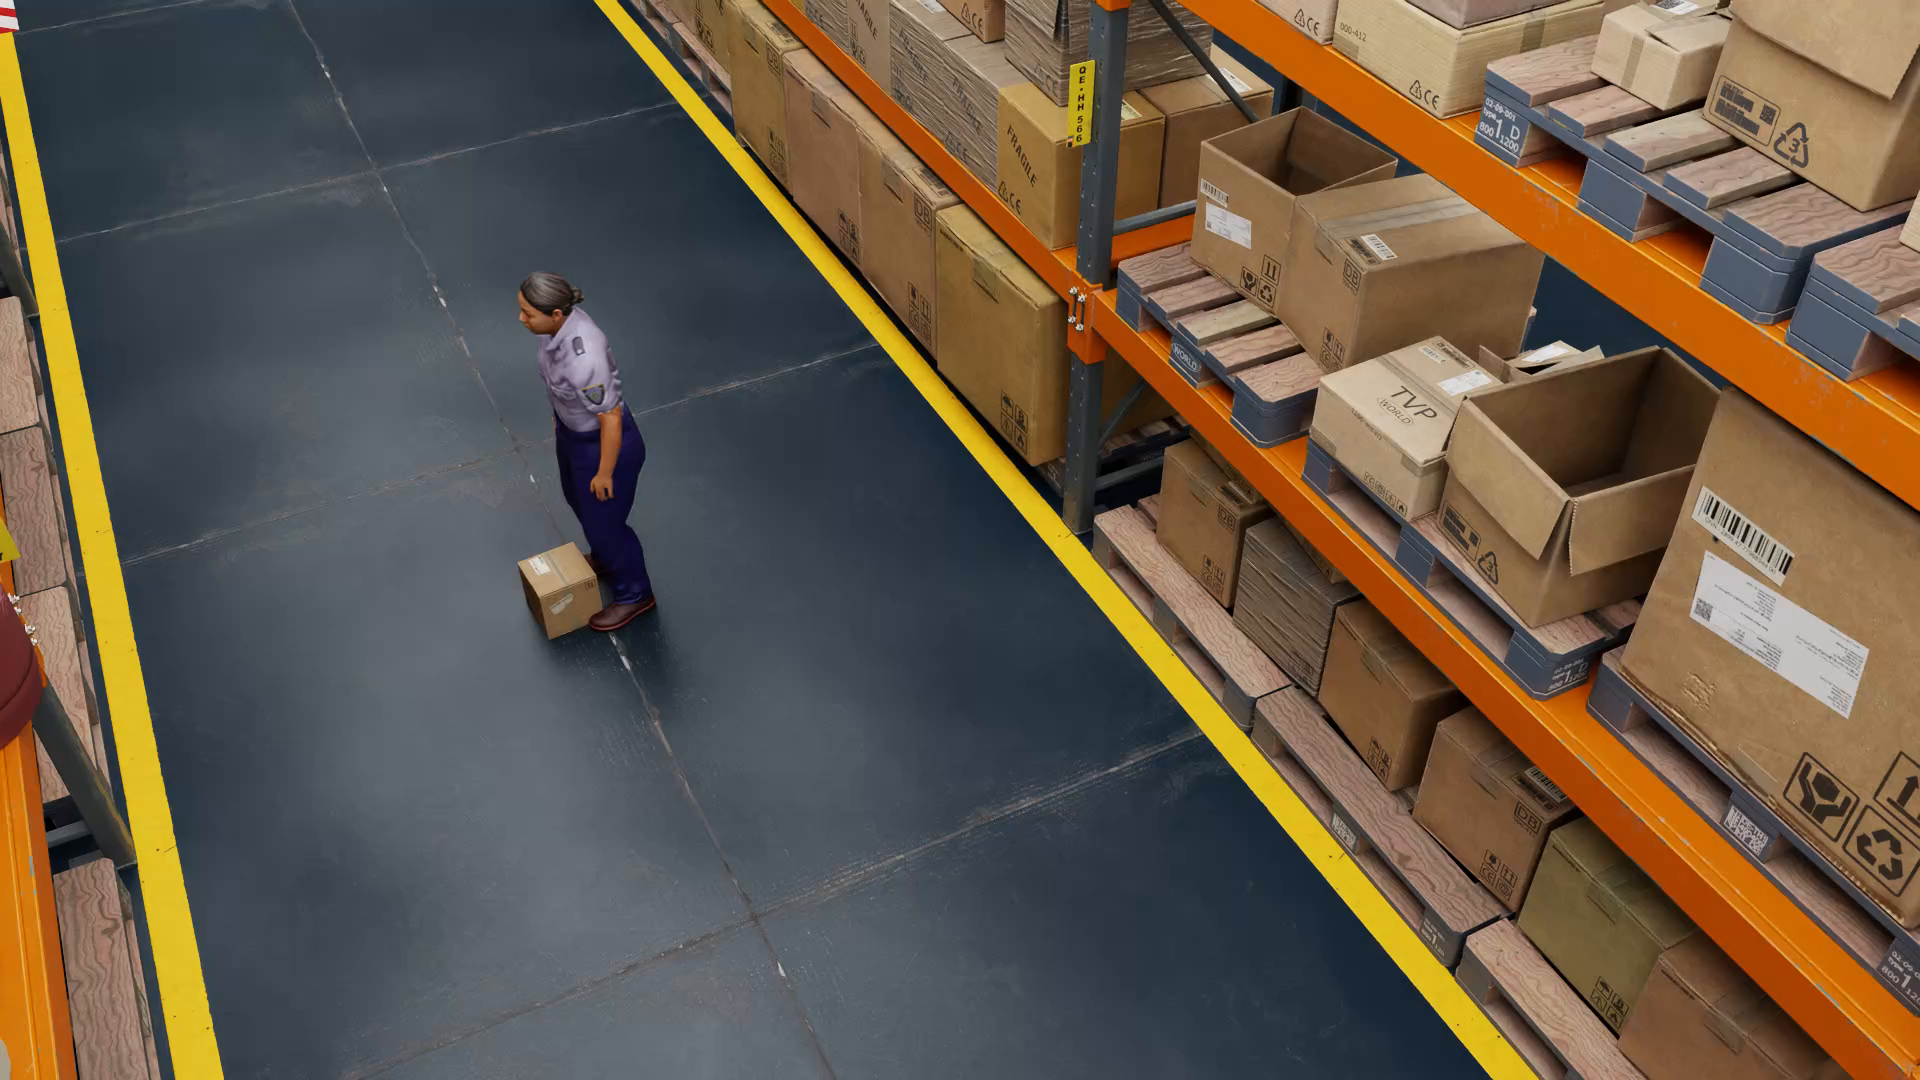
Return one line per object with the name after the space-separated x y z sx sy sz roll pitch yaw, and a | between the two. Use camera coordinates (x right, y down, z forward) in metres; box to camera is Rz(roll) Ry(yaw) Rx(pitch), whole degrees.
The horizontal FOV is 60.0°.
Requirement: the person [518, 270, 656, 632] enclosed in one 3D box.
-1.465 -0.388 6.603 0.367 1.651 0.547 -20 45 -21 | person
